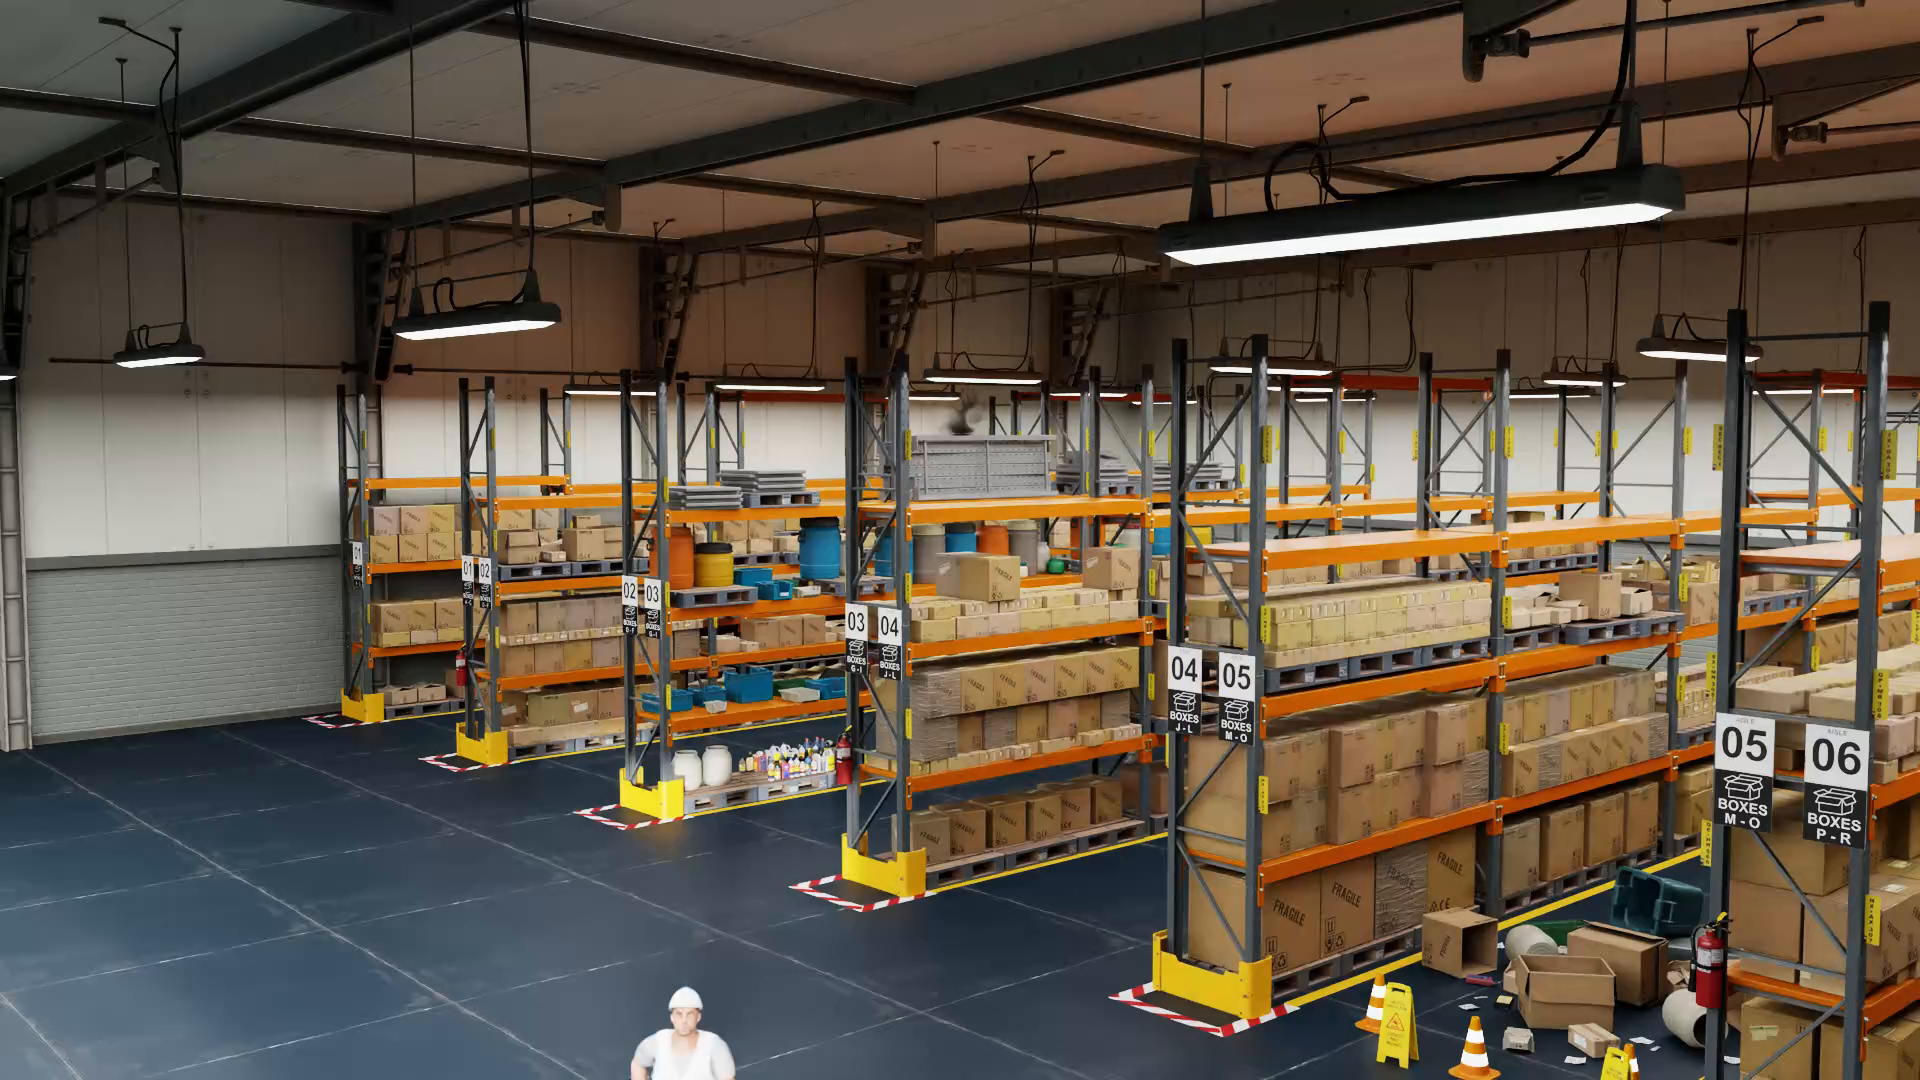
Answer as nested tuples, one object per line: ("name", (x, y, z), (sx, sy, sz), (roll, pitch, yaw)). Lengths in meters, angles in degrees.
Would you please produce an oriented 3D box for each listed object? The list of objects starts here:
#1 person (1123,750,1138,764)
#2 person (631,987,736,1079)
("person", (2.573, 2.604, 25.649), (0.673, 1.739, 0.602), (4, 5, 45))
("person", (-1.673, 3.611, 10.045), (0.641, 1.817, 0.733), (-1, 4, -10))
